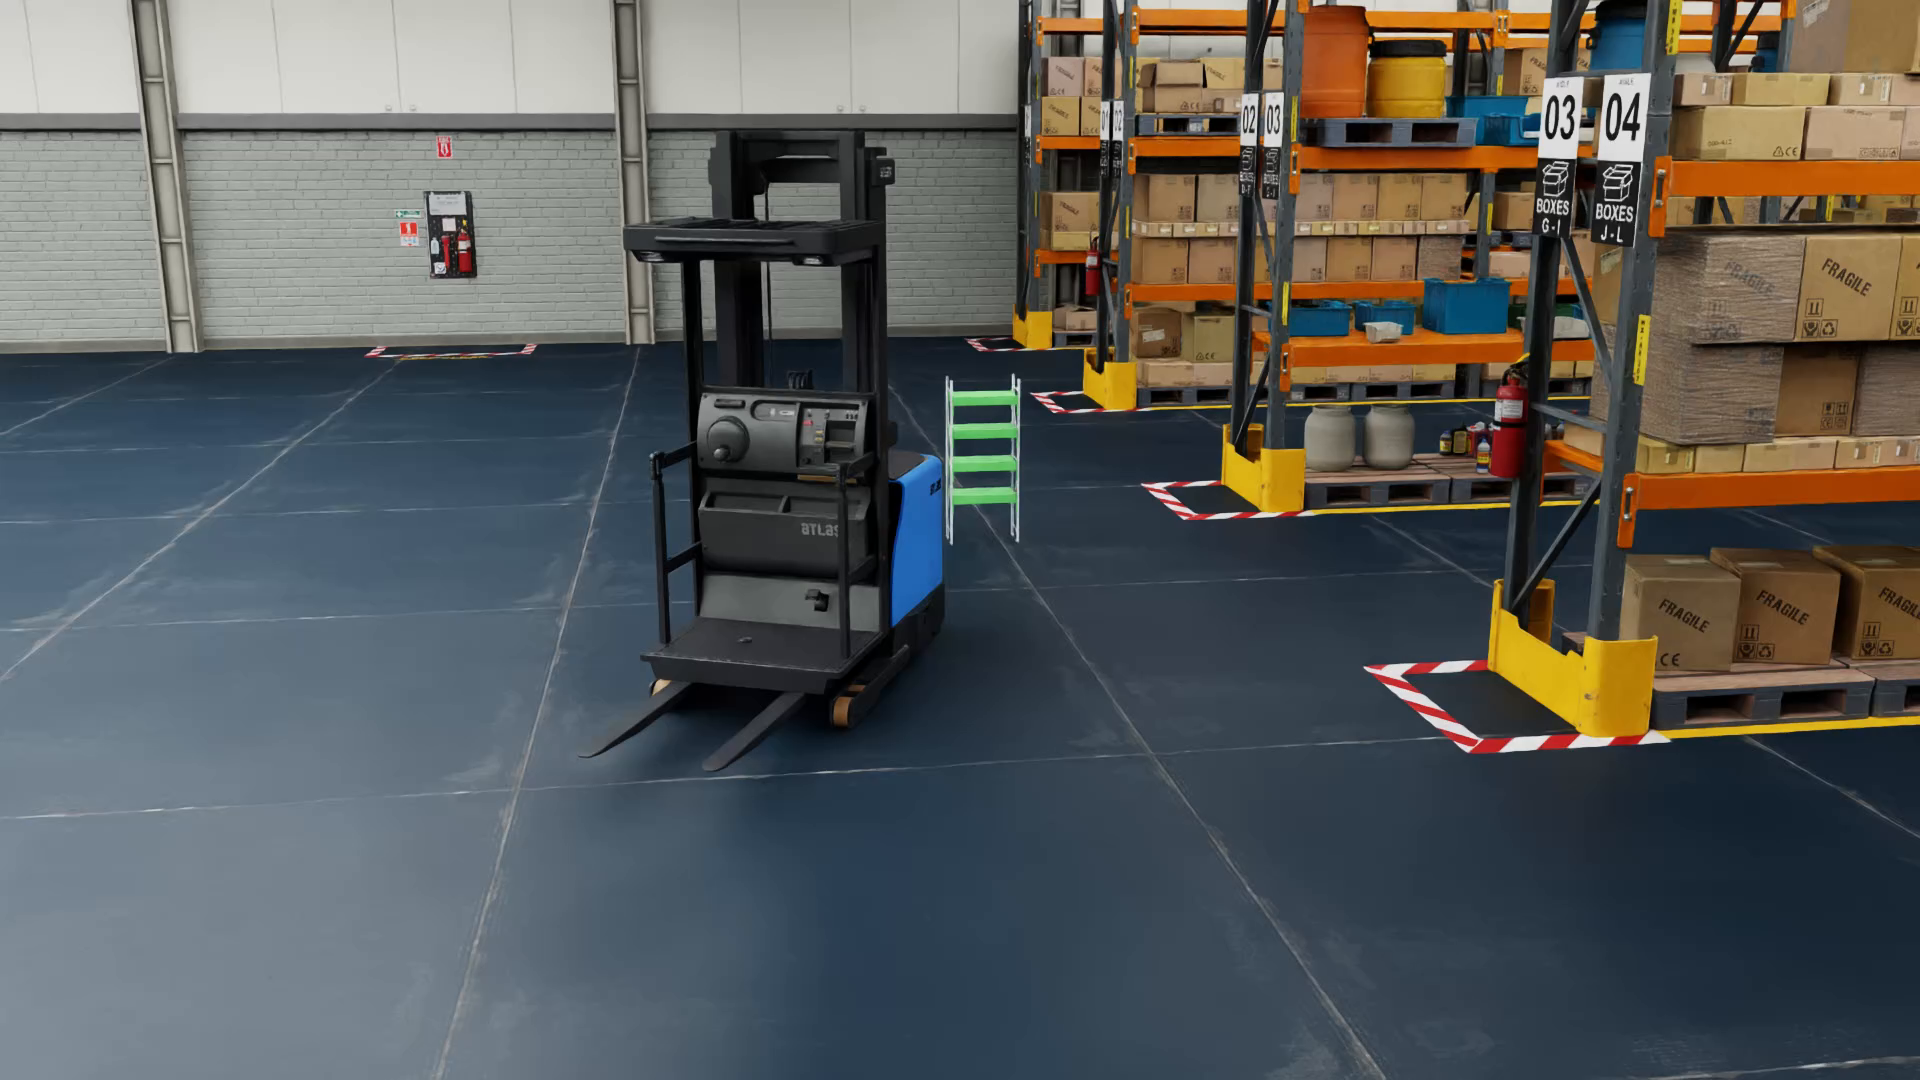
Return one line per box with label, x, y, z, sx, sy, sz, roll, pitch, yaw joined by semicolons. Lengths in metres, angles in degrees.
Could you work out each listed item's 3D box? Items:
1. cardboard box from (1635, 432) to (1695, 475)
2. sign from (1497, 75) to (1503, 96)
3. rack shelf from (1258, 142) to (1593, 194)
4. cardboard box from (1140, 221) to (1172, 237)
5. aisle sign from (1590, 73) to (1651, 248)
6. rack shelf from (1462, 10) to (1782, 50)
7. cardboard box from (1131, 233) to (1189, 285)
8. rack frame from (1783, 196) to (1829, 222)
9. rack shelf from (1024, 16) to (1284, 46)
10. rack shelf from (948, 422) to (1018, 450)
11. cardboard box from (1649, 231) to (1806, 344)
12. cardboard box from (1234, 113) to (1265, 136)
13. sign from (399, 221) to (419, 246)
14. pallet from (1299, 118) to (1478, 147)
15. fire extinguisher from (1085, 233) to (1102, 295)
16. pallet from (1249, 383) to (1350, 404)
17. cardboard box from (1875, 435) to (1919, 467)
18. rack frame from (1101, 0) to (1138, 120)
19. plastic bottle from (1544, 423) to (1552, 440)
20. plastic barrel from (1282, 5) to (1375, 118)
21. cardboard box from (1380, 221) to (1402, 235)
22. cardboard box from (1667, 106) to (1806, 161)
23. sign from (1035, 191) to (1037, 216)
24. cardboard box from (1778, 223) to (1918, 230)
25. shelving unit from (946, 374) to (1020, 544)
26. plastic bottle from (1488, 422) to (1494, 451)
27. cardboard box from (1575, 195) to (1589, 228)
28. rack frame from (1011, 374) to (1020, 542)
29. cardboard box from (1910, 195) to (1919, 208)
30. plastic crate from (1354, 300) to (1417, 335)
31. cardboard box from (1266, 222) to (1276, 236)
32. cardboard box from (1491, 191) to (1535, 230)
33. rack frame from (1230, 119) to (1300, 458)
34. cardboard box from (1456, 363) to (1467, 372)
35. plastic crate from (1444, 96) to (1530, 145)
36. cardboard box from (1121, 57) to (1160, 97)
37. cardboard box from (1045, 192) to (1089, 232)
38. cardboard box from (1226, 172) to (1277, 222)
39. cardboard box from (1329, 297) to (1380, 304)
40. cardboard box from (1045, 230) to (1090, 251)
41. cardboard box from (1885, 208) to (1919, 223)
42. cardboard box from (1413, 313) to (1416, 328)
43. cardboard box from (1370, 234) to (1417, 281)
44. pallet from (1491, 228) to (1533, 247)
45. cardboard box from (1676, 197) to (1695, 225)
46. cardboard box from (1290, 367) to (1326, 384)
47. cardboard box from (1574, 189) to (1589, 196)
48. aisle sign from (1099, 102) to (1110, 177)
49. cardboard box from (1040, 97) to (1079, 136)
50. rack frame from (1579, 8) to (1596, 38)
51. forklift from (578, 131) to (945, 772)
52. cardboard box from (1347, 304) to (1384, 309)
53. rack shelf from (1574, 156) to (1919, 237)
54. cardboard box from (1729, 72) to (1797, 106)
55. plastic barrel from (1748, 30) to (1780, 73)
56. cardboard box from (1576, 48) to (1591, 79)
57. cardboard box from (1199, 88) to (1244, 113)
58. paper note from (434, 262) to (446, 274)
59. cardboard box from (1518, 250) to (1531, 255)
cardboard box;3.458;-0.442;8.333;0.250;0.149;0.380;-2;14;-8
sign;5.708;-4.749;17.600;0.005;0.325;0.100;-2;14;-8
rack shelf;4.380;-2.980;13.252;4.000;0.370;1.077;-2;14;-8
cardboard box;2.088;-3.319;17.751;0.250;0.149;0.380;-2;14;-9
aisle sign;3.124;-1.797;7.877;0.004;0.787;0.394;-2;14;-8
rack shelf;7.601;-5.578;18.265;4.000;0.370;1.077;-2;14;-8
cardboard box;2.132;-3.056;18.035;0.500;0.500;0.700;-2;14;-8
rack frame;9.579;-3.283;19.148;0.127;3.000;1.000;-2;14;-8
rack shelf;2.904;-6.817;22.389;4.000;0.370;1.077;-2;14;-8
rack shelf;0.164;-0.759;12.057;0.480;0.148;0.258;-2;14;-8
cardboard box;3.725;-1.243;8.138;0.500;0.500;0.500;-2;14;-8
cardboard box;3.917;-5.750;22.570;0.500;0.500;0.500;-3;14;-13
sign;-7.455;-4.143;22.500;0.234;0.329;0.001;-2;14;-8
pallet;3.235;-3.172;12.924;1.213;0.211;1.003;-2;14;-8
fire extinguisher;1.482;-3.063;18.429;0.183;0.674;0.296;-2;14;-8
pallet;3.622;-1.722;18.654;1.213;0.211;1.003;-2;14;-8
cardboard box;4.693;-0.488;8.520;0.250;0.149;0.380;-2;14;-8
rack frame;1.668;-5.903;17.262;0.127;3.000;1.000;-2;14;-8
plastic bottle;4.938;-0.853;14.150;0.135;0.276;0.152;-2;14;-8
plastic barrel;2.864;-3.717;12.964;0.708;0.830;0.600;-2;14;-8
cardboard box;4.624;-3.412;18.121;0.250;0.149;0.380;-2;14;-8
cardboard box;3.655;-1.948;7.965;0.500;0.250;0.500;-2;14;-7
sign;1.008;-4.474;22.117;0.005;0.325;0.100;-2;14;-8
cardboard box;4.636;-1.405;8.784;0.500;0.500;0.500;-2;14;-8
shelving unit;0.164;-0.588;12.100;0.503;1.200;0.258;-2;14;-8
plastic bottle;4.544;-0.874;14.234;0.135;0.276;0.152;-2;14;-10
cardboard box;9.265;-4.758;24.169;0.500;0.500;0.500;-2;14;-8
rack frame;0.405;-0.597;12.135;0.015;1.200;0.240;-2;14;-8
cardboard box;14.054;-4.806;24.603;0.700;0.700;0.980;-2;14;-10
plastic crate;3.496;-1.842;13.706;0.408;0.251;0.499;-2;14;-8
cardboard box;3.362;-3.366;17.939;0.250;0.149;0.380;-2;14;-9
cardboard box;7.825;-4.690;23.648;0.500;0.500;0.700;-3;14;-14
rack frame;2.403;-1.802;13.240;0.127;3.000;1.000;-2;14;-8
cardboard box;5.990;-2.093;19.191;0.500;0.250;0.500;-2;14;-9
plastic crate;4.243;-3.391;13.441;0.575;0.384;0.392;-2;14;-8
cardboard box;2.352;-6.166;22.173;0.500;0.500;0.500;-2;14;-7
cardboard box;1.443;-4.431;22.448;0.500;0.500;0.500;-2;14;-8
cardboard box;3.202;-3.726;18.039;0.500;0.500;0.700;-2;14;-8
cardboard box;5.607;-3.361;23.693;0.500;0.500;0.700;-2;14;-6
cardboard box;1.456;-4.063;22.524;0.500;0.250;0.500;-3;14;-10
cardboard box;11.118;-3.573;19.232;0.500;0.500;0.700;1;14;2
cardboard box;4.701;-2.287;18.424;0.500;0.500;0.500;-2;14;-8
cardboard box;4.665;-3.149;18.405;0.500;0.500;0.700;-2;14;-9
pallet;8.149;-4.330;23.716;1.003;0.211;1.213;-2;14;-8
cardboard box;10.366;-4.668;23.810;0.500;0.500;0.500;-2;14;-9
cardboard box;3.715;-1.883;18.354;0.500;0.250;0.500;-2;14;-8
cardboard box;9.247;-5.120;24.071;0.500;0.250;0.500;-2;14;-7
aisle sign;1.560;-4.323;17.948;0.004;0.787;0.394;-2;14;-8
cardboard box;1.295;-5.650;22.171;0.500;0.500;0.500;-2;14;-7
rack frame;8.837;-7.385;23.169;0.127;3.000;1.000;-2;14;-8
forklift;-0.982;-0.571;8.475;1.130;2.935;3.031;4;15;15
cardboard box;4.625;-2.411;18.915;0.500;0.500;0.500;-2;14;-8
rack shelf;5.118;-1.789;8.501;4.000;0.370;1.077;-2;14;-8
cardboard box;3.718;-2.126;7.857;0.250;0.149;0.380;-2;14;-7
plastic barrel;6.828;-3.715;13.674;0.708;0.901;0.600;-2;14;-8
cardboard box;6.799;-5.127;18.236;0.500;0.500;0.500;-1;14;-3
cardboard box;2.768;-4.752;17.996;0.500;0.250;0.500;-2;14;-8
paper note;-7.078;-3.703;22.633;0.142;0.148;0.016;-2;14;-8
cardboard box;6.466;-3.149;18.889;0.258;0.266;0.396;-2;14;-10
